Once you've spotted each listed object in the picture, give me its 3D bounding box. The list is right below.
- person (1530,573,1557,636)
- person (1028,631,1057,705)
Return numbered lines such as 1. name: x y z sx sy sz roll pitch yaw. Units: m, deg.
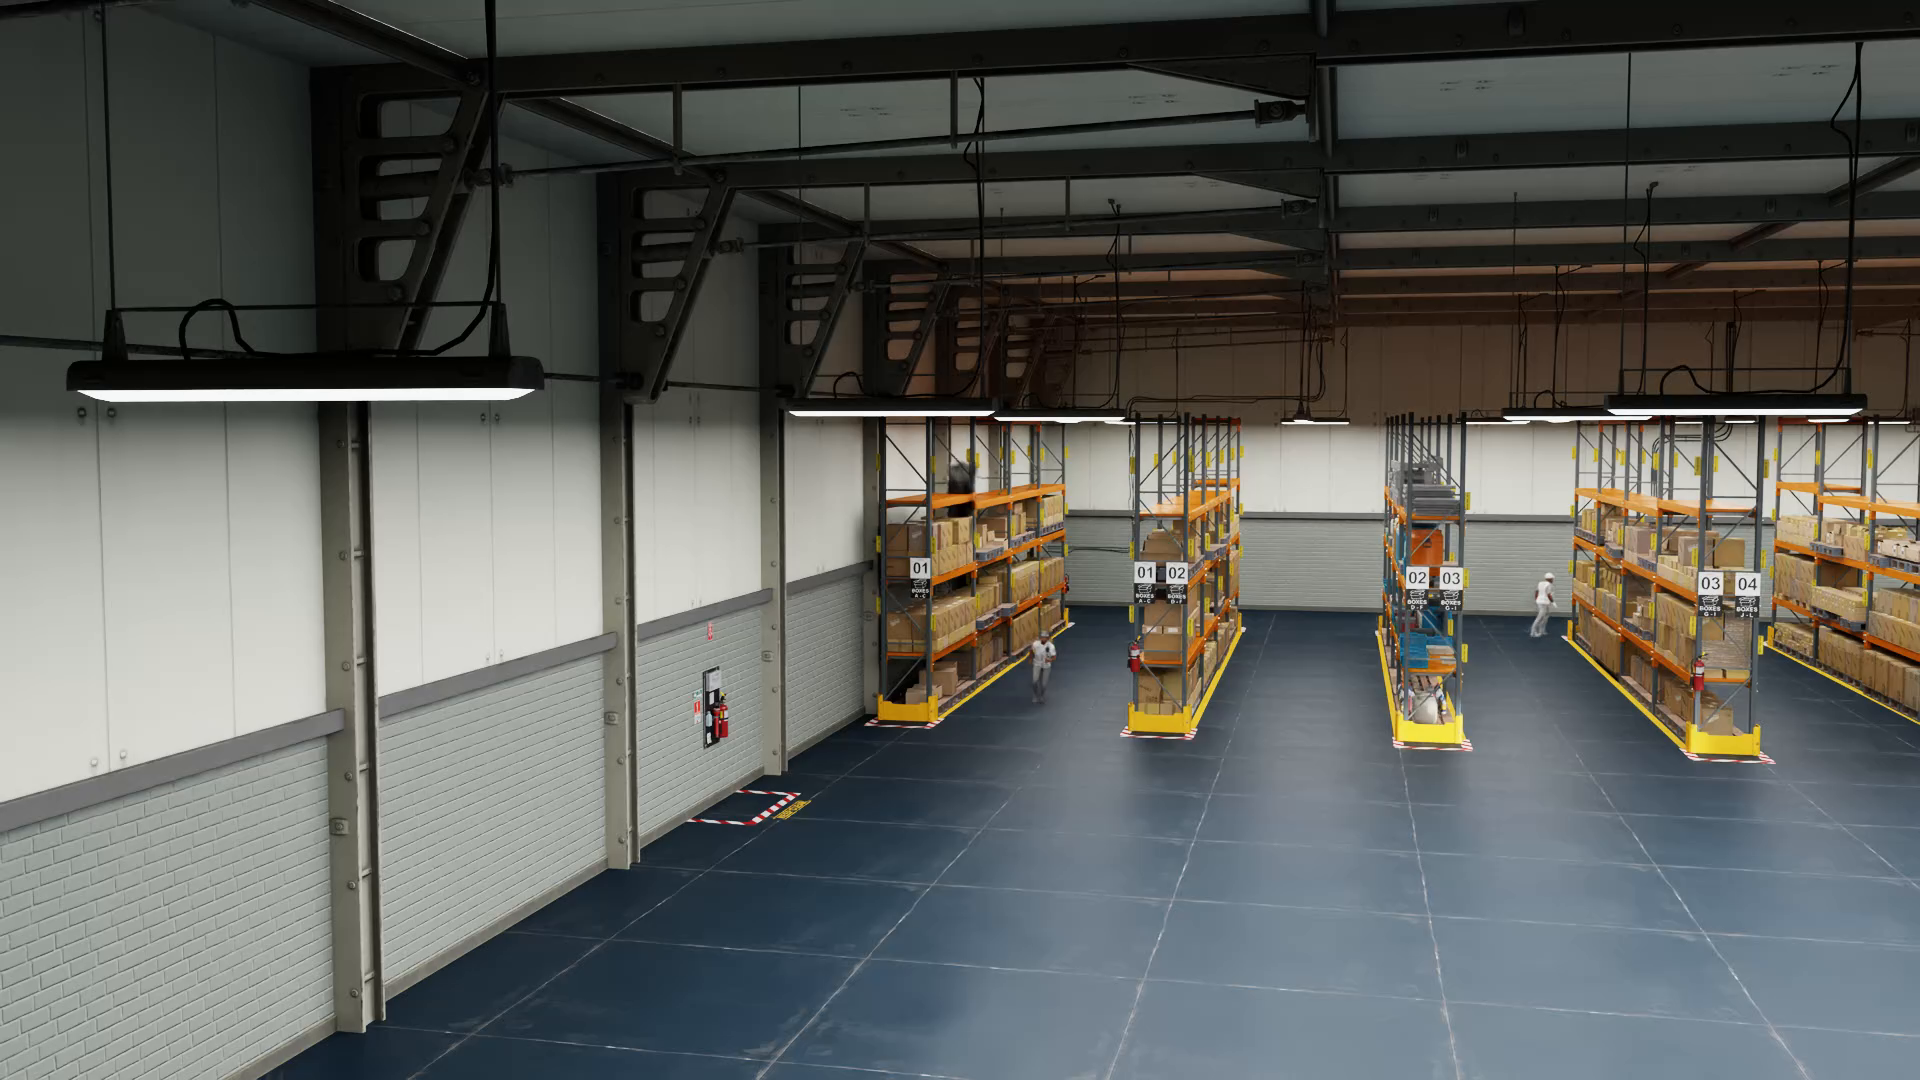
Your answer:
1. person: 16.006 1.777 45.748 0.719 1.750 0.653 0 4 -2
2. person: 1.704 2.617 34.365 0.579 1.565 0.925 0 4 1
